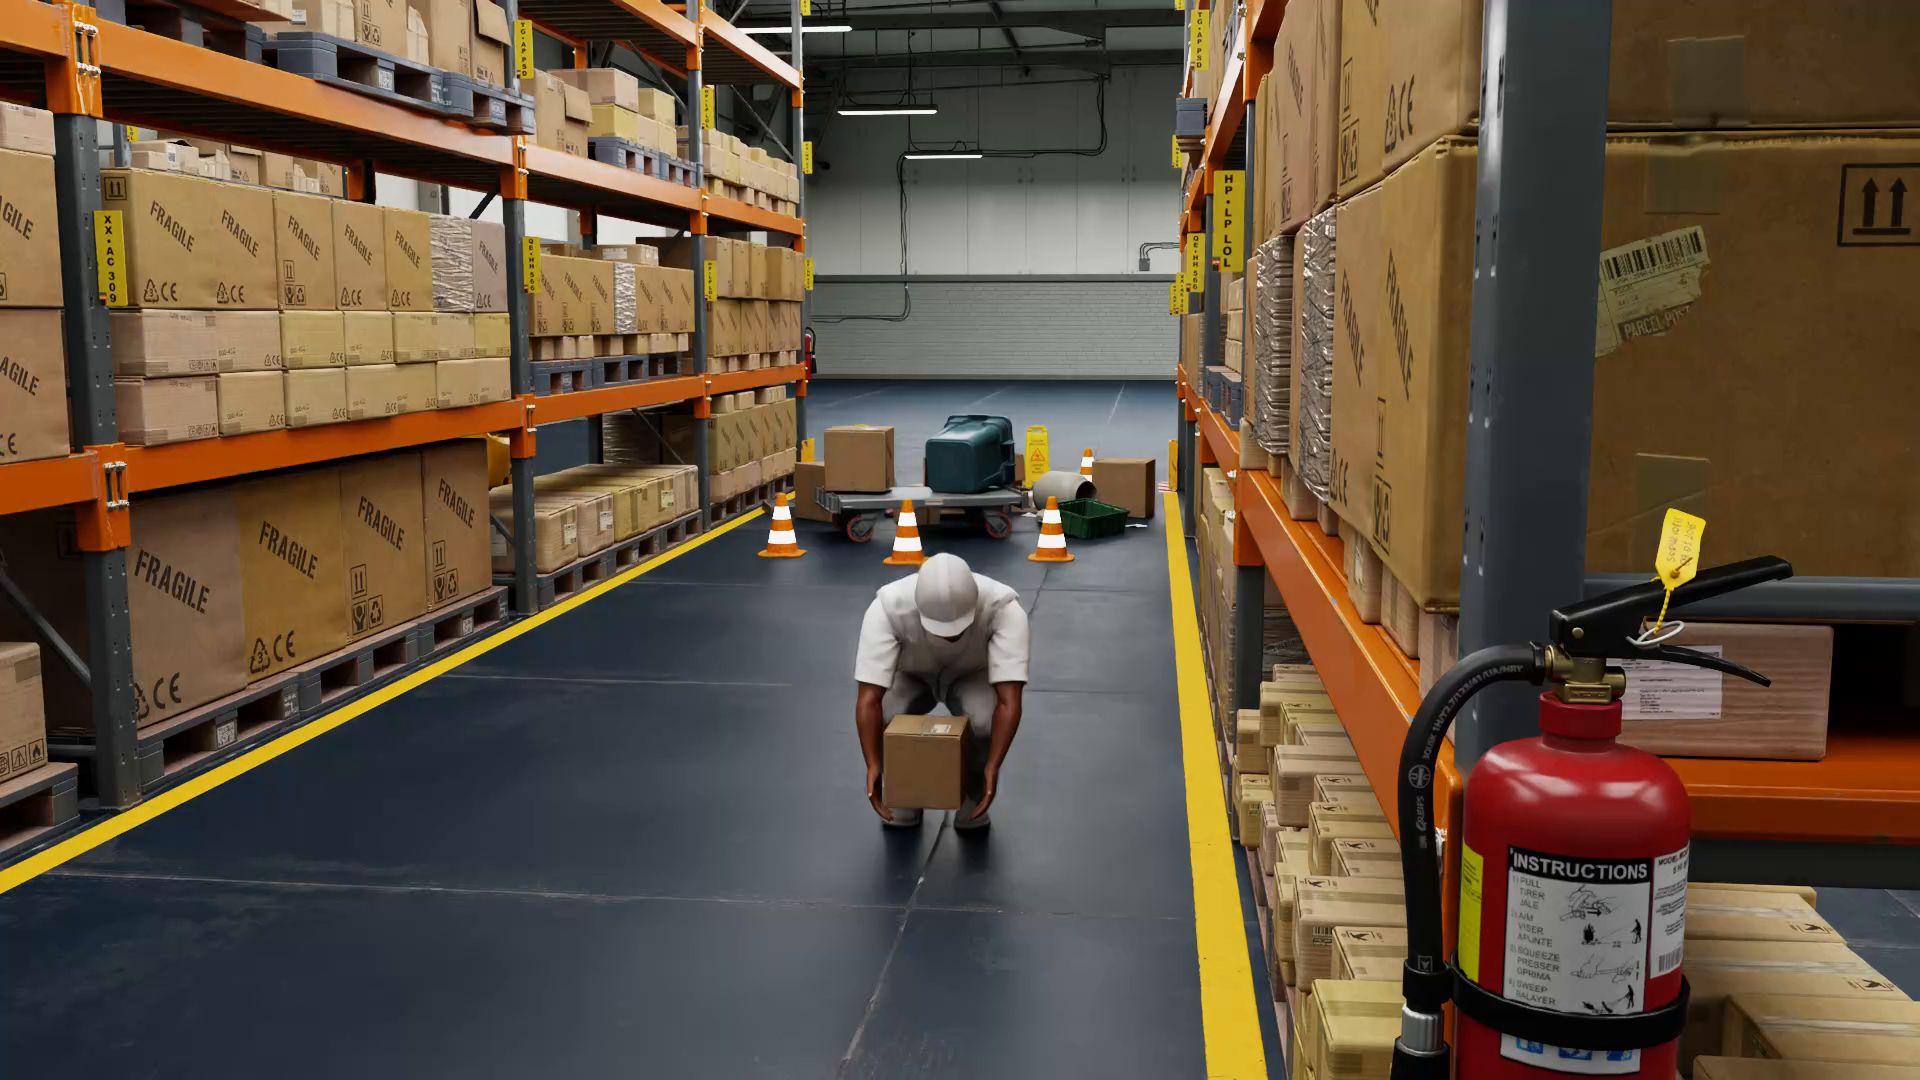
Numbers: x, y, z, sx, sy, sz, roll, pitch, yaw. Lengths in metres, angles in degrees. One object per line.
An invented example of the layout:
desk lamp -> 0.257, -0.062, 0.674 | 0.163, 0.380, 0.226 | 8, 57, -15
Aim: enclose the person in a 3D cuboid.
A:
person -> -0.045, 0.506, 5.752 | 0.585, 1.018, 0.882 | 1, 8, 6
